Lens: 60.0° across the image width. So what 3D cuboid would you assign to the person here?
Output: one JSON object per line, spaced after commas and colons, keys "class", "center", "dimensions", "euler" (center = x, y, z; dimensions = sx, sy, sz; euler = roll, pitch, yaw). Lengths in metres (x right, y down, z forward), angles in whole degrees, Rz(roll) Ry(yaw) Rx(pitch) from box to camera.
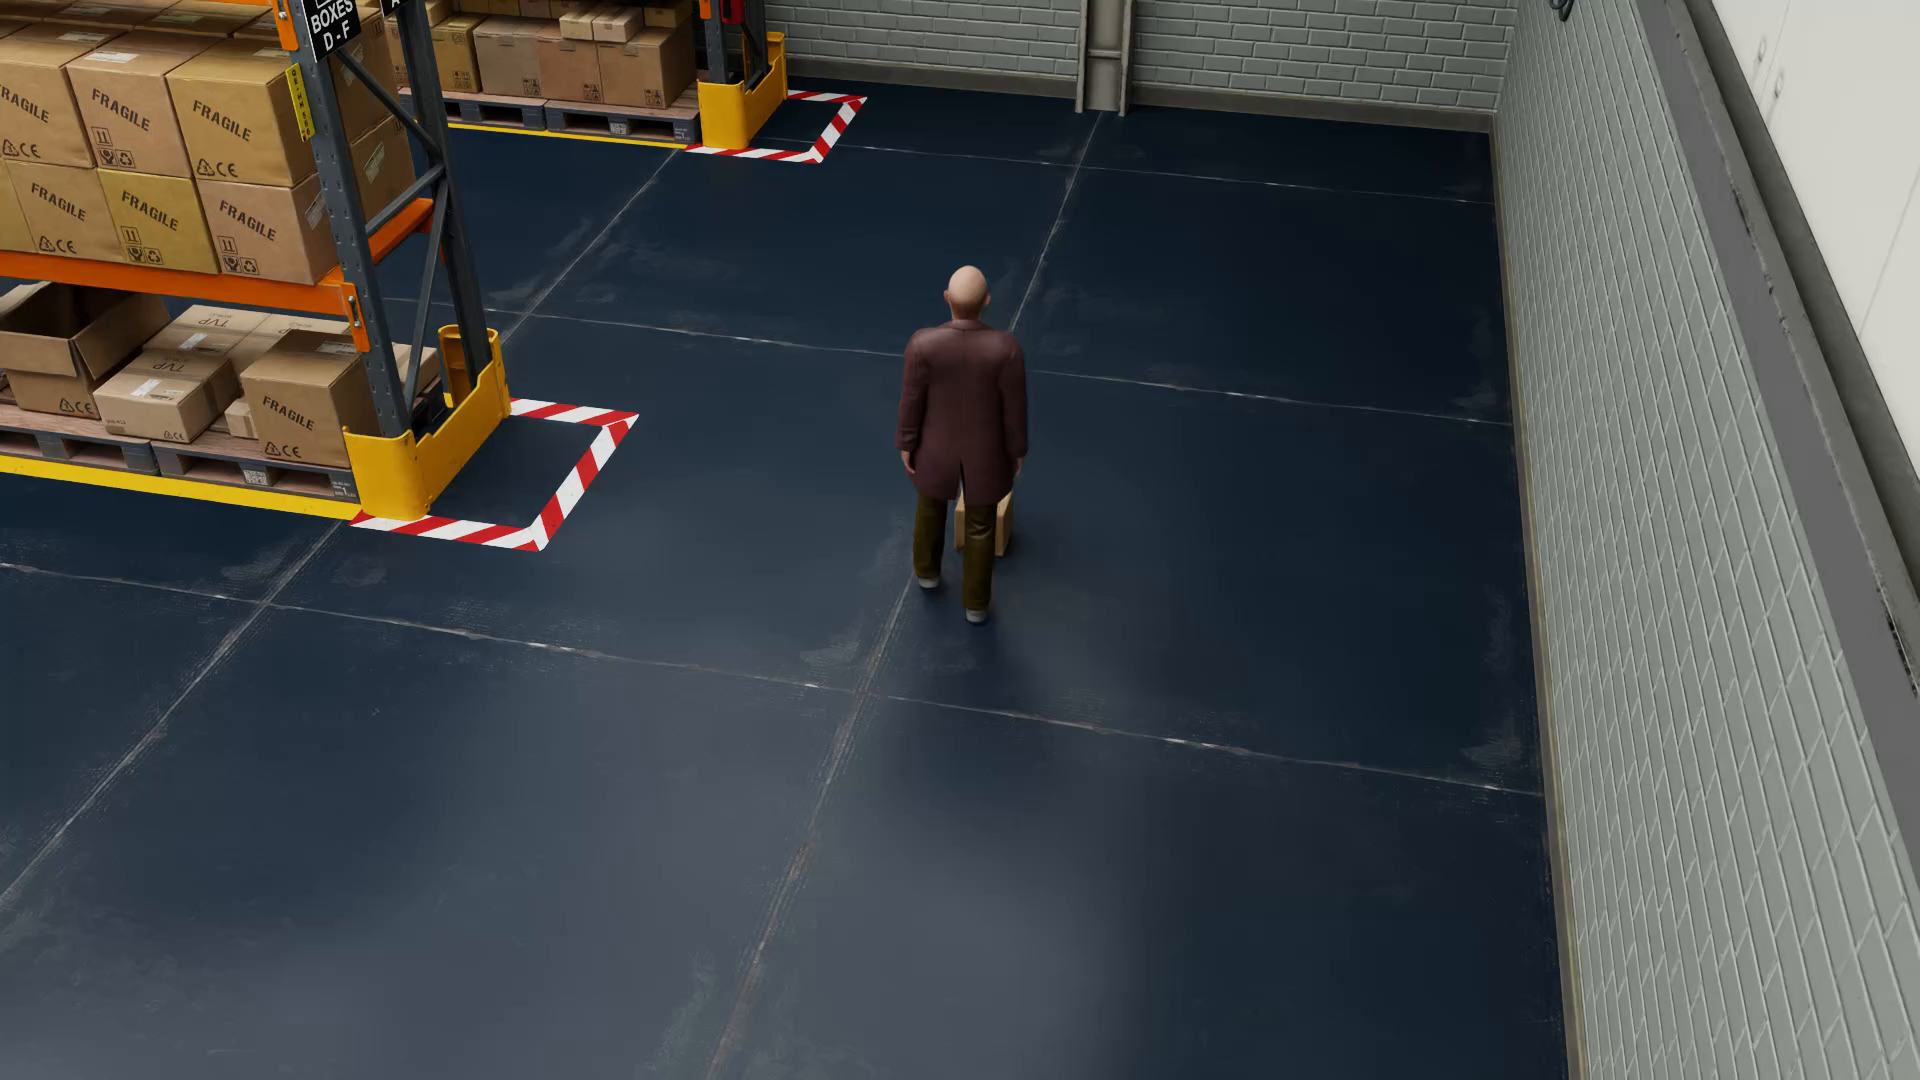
{"class": "person", "center": [0.014, -0.495, 7.636], "dimensions": [0.610, 1.782, 0.597], "euler": [2, 36, 3]}
